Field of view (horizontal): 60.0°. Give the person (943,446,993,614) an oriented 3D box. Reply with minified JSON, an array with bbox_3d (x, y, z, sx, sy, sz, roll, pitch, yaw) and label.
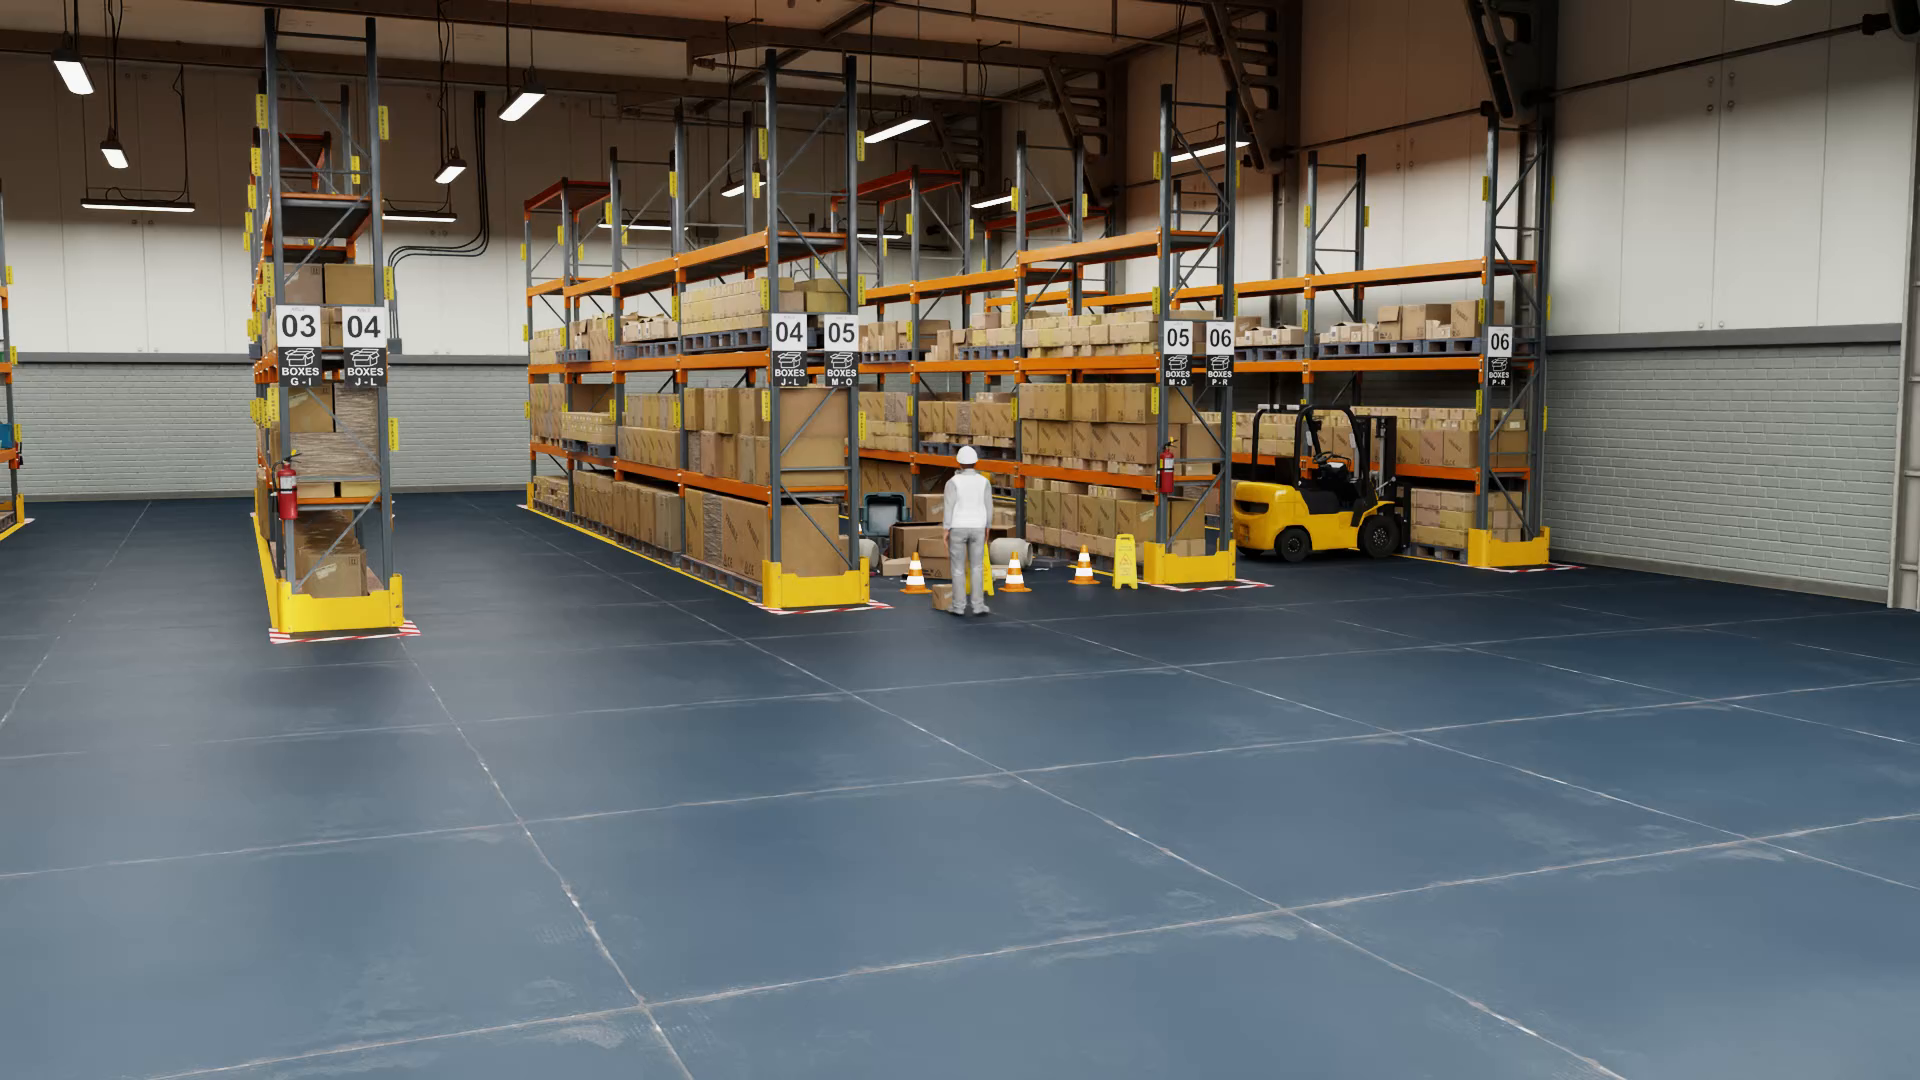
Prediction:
[{"bbox_3d":[0.075,-0.109,17.598,0.557,1.775,0.384,-2,6,-16],"label":"person"}]
